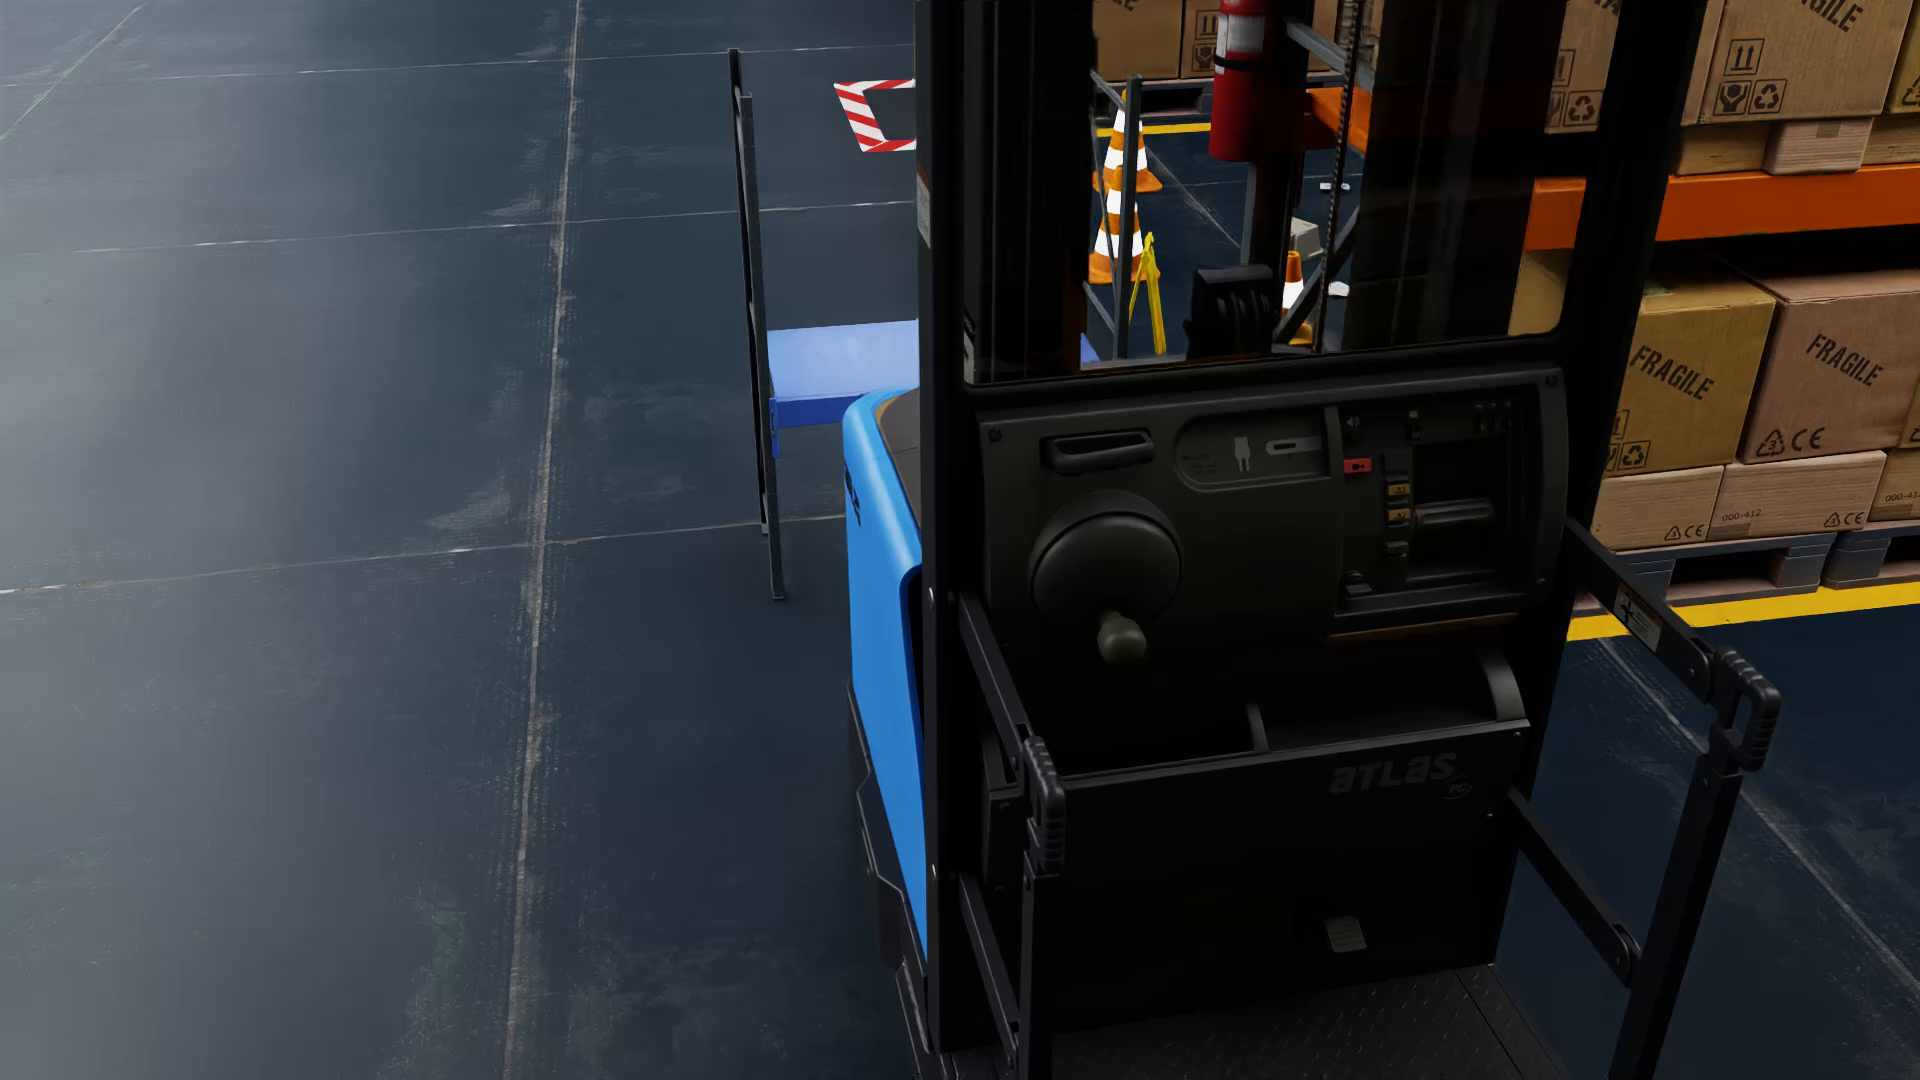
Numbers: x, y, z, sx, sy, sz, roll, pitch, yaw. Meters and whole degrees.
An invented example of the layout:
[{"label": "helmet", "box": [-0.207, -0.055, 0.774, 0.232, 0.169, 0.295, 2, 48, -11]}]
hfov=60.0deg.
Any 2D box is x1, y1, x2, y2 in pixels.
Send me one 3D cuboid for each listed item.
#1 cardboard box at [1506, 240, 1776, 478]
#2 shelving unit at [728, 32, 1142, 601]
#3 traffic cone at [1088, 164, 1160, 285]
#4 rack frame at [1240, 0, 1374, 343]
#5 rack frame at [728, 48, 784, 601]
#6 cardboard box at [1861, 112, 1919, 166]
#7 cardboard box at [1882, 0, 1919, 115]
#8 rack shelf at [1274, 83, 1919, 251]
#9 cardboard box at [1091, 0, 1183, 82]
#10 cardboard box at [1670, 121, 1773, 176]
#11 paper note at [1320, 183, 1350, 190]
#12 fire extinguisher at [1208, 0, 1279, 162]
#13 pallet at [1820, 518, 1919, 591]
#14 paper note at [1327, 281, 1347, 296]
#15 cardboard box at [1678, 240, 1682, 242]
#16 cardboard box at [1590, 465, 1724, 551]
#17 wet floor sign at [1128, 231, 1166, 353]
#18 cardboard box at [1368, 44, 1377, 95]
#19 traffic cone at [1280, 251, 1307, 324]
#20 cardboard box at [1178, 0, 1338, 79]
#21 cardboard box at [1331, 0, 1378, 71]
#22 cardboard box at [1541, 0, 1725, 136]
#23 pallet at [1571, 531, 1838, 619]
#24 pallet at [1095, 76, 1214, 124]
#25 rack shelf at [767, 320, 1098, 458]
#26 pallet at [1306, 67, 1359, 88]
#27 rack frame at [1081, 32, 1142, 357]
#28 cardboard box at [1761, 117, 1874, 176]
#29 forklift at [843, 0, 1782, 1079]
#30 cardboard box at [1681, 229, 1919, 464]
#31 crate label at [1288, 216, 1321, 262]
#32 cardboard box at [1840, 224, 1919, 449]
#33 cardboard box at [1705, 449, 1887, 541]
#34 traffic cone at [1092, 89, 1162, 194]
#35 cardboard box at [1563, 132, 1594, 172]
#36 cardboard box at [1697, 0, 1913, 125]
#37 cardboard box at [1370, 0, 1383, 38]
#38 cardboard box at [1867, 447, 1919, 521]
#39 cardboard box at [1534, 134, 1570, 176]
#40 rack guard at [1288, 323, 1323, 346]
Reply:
[{"label": "cardboard box", "box": [1.895, -0.526, 4.744, 0.500, 0.500, 0.500, -6, 31, -11]}, {"label": "shelving unit", "box": [-0.084, -0.639, 4.857, 1.048, 1.500, 0.538, -5, 31, -9]}, {"label": "traffic cone", "box": [0.685, -1.380, 7.141, 0.334, 0.463, 0.336, -5, 31, -9]}, {"label": "rack frame", "box": [1.029, -1.269, 4.449, 0.127, 3.000, 1.000, -5, 31, -9]}, {"label": "rack frame", "box": [-0.584, -0.592, 4.778, 0.032, 1.500, 0.500, -5, 31, -9]}, {"label": "cardboard box", "box": [2.428, -1.143, 4.483, 0.250, 0.149, 0.380, -5, 31, -8]}, {"label": "cardboard box", "box": [2.554, -1.441, 4.350, 0.500, 0.500, 0.500, -6, 31, -10]}, {"label": "rack shelf", "box": [2.996, -1.142, 4.942, 4.000, 0.370, 1.077, -5, 31, -9]}, {"label": "cardboard box", "box": [0.693, -3.088, 9.224, 0.875, 0.875, 0.875, -5, 31, -9]}, {"label": "cardboard box", "box": [1.921, -1.103, 4.414, 0.250, 0.149, 0.380, -6, 31, -11]}, {"label": "paper note", "box": [1.845, -1.740, 8.181, 0.142, 0.017, 0.144, 5, 31, 8]}, {"label": "fire extinguisher", "box": [0.833, -1.455, 4.842, 0.183, 0.674, 0.296, -5, 31, -9]}, {"label": "pallet", "box": [3.106, -0.240, 5.450, 1.213, 0.211, 1.003, -5, 31, -9]}, {"label": "paper note", "box": [1.600, -1.068, 7.036, 0.142, 0.019, 0.148, -17, 34, -26]}, {"label": "cardboard box", "box": [2.282, -0.841, 5.279, 0.500, 0.500, 0.500, -4, 31, -7]}, {"label": "cardboard box", "box": [1.872, -0.201, 4.930, 0.500, 0.250, 0.500, -6, 31, -9]}, {"label": "wet floor sign", "box": [0.649, -0.770, 5.924, 0.232, 0.644, 0.267, 5, 31, 8]}, {"label": "cardboard box", "box": [1.358, -1.302, 4.752, 0.250, 0.149, 0.380, -4, 31, -7]}, {"label": "traffic cone", "box": [1.219, -0.858, 6.253, 0.334, 0.463, 0.336, -5, 31, -9]}, {"label": "cardboard box", "box": [1.558, -3.169, 9.362, 0.875, 0.875, 0.875, -6, 31, -10]}, {"label": "cardboard box", "box": [2.455, -3.251, 9.502, 0.875, 0.875, 0.875, -5, 31, -9]}, {"label": "cardboard box", "box": [1.545, -1.345, 4.187, 0.500, 0.500, 0.500, -6, 31, -10]}, {"label": "pallet", "box": [1.909, -0.131, 5.264, 1.213, 0.211, 1.003, -5, 31, -9]}, {"label": "pallet", "box": [0.810, -2.638, 9.528, 1.213, 0.211, 1.003, -5, 31, -9]}, {"label": "rack shelf", "box": [-0.084, -0.484, 4.948, 1.000, 0.185, 0.538, -5, 31, -9]}, {"label": "pallet", "box": [2.008, -2.747, 9.714, 1.213, 0.211, 1.003, -5, 31, -9]}, {"label": "rack frame", "box": [0.416, -0.685, 4.936, 0.032, 1.500, 0.500, -5, 31, -9]}, {"label": "cardboard box", "box": [2.179, -1.103, 4.414, 0.250, 0.149, 0.380, -5, 31, -8]}, {"label": "forklift", "box": [0.534, 0.009, 2.344, 1.130, 2.935, 3.031, -6, 31, -10]}, {"label": "cardboard box", "box": [2.409, -0.576, 4.829, 0.500, 0.500, 0.500, -6, 31, -11]}, {"label": "crate label", "box": [1.447, -1.343, 7.398, 0.298, 0.136, 0.250, -23, 38, -34]}, {"label": "cardboard box", "box": [2.904, -0.618, 4.900, 0.500, 0.500, 0.500, -5, 31, -8]}, {"label": "cardboard box", "box": [2.375, -0.243, 5.003, 0.500, 0.250, 0.500, -4, 31, -7]}, {"label": "traffic cone", "box": [0.816, -1.975, 8.152, 0.334, 0.463, 0.336, -5, 31, -9]}, {"label": "cardboard box", "box": [1.646, -1.119, 4.441, 0.250, 0.149, 0.380, -5, 31, -8]}, {"label": "cardboard box", "box": [2.053, -1.394, 4.270, 0.500, 0.500, 0.500, -4, 31, -7]}, {"label": "cardboard box", "box": [1.513, -1.627, 4.666, 0.500, 0.500, 0.500, -6, 31, -10]}, {"label": "cardboard box", "box": [2.910, -0.300, 5.099, 0.500, 0.250, 0.500, -3, 31, -6]}, {"label": "cardboard box", "box": [1.400, -1.089, 4.390, 0.250, 0.149, 0.380, -5, 31, -9]}, {"label": "rack guard", "box": [1.103, -0.199, 5.094, 0.348, 0.500, 1.175, -5, 31, -9]}]
